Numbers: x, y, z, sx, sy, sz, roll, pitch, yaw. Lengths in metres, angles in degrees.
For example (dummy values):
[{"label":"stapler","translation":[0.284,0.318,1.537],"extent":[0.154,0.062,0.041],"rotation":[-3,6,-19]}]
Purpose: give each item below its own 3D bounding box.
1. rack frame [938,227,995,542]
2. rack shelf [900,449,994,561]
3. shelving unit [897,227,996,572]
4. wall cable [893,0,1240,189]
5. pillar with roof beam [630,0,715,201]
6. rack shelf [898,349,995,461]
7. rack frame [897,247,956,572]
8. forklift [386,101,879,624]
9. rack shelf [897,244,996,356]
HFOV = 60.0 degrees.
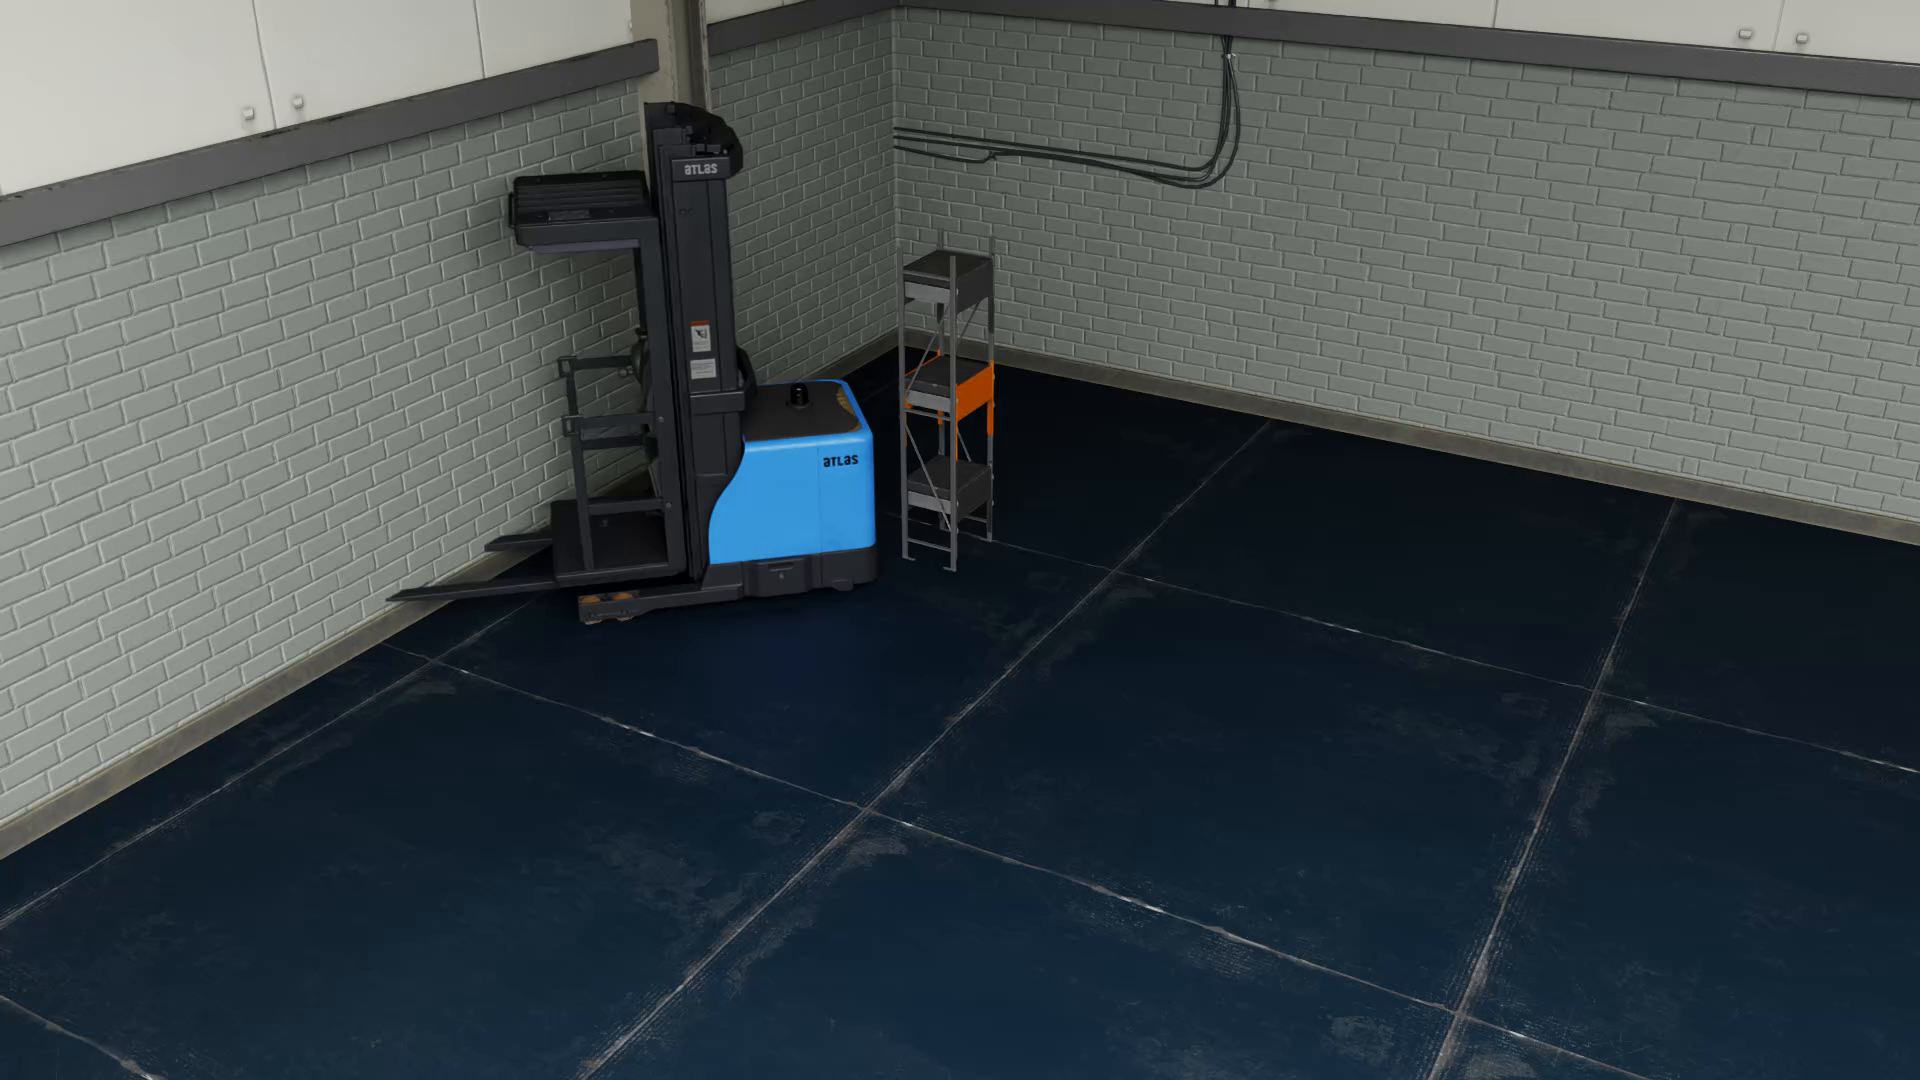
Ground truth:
[{"label":"rack frame","translation":[0.039,-0.970,10.761],"extent":[0.400,2.100,0.015],"rotation":[14,30,26]},{"label":"rack shelf","translation":[-0.081,-0.236,10.890],"extent":[0.431,0.518,0.480],"rotation":[14,30,26]},{"label":"shelving unit","translation":[-0.081,-0.874,10.571],"extent":[0.431,2.100,0.503],"rotation":[14,30,26]},{"label":"wall cable","translation":[0.709,-4.023,12.623],"extent":[3.097,2.526,0.112],"rotation":[14,30,26]},{"label":"pillar with roof beam","translation":[1.857,-3.607,8.322],"extent":[9.100,9.000,0.400],"rotation":[14,30,26]},{"label":"rack shelf","translation":[-0.081,-0.862,10.577],"extent":[0.431,0.518,0.480],"rotation":[14,30,26]},{"label":"rack frame","translation":[-0.201,-0.779,10.381],"extent":[0.400,2.100,0.015],"rotation":[14,30,26]},{"label":"forklift","translation":[-2.089,-1.057,10.008],"extent":[3.031,2.935,1.130],"rotation":[-6,27,-12]},{"label":"rack shelf","translation":[-0.081,-1.488,10.264],"extent":[0.431,0.518,0.480],"rotation":[14,30,26]}]
